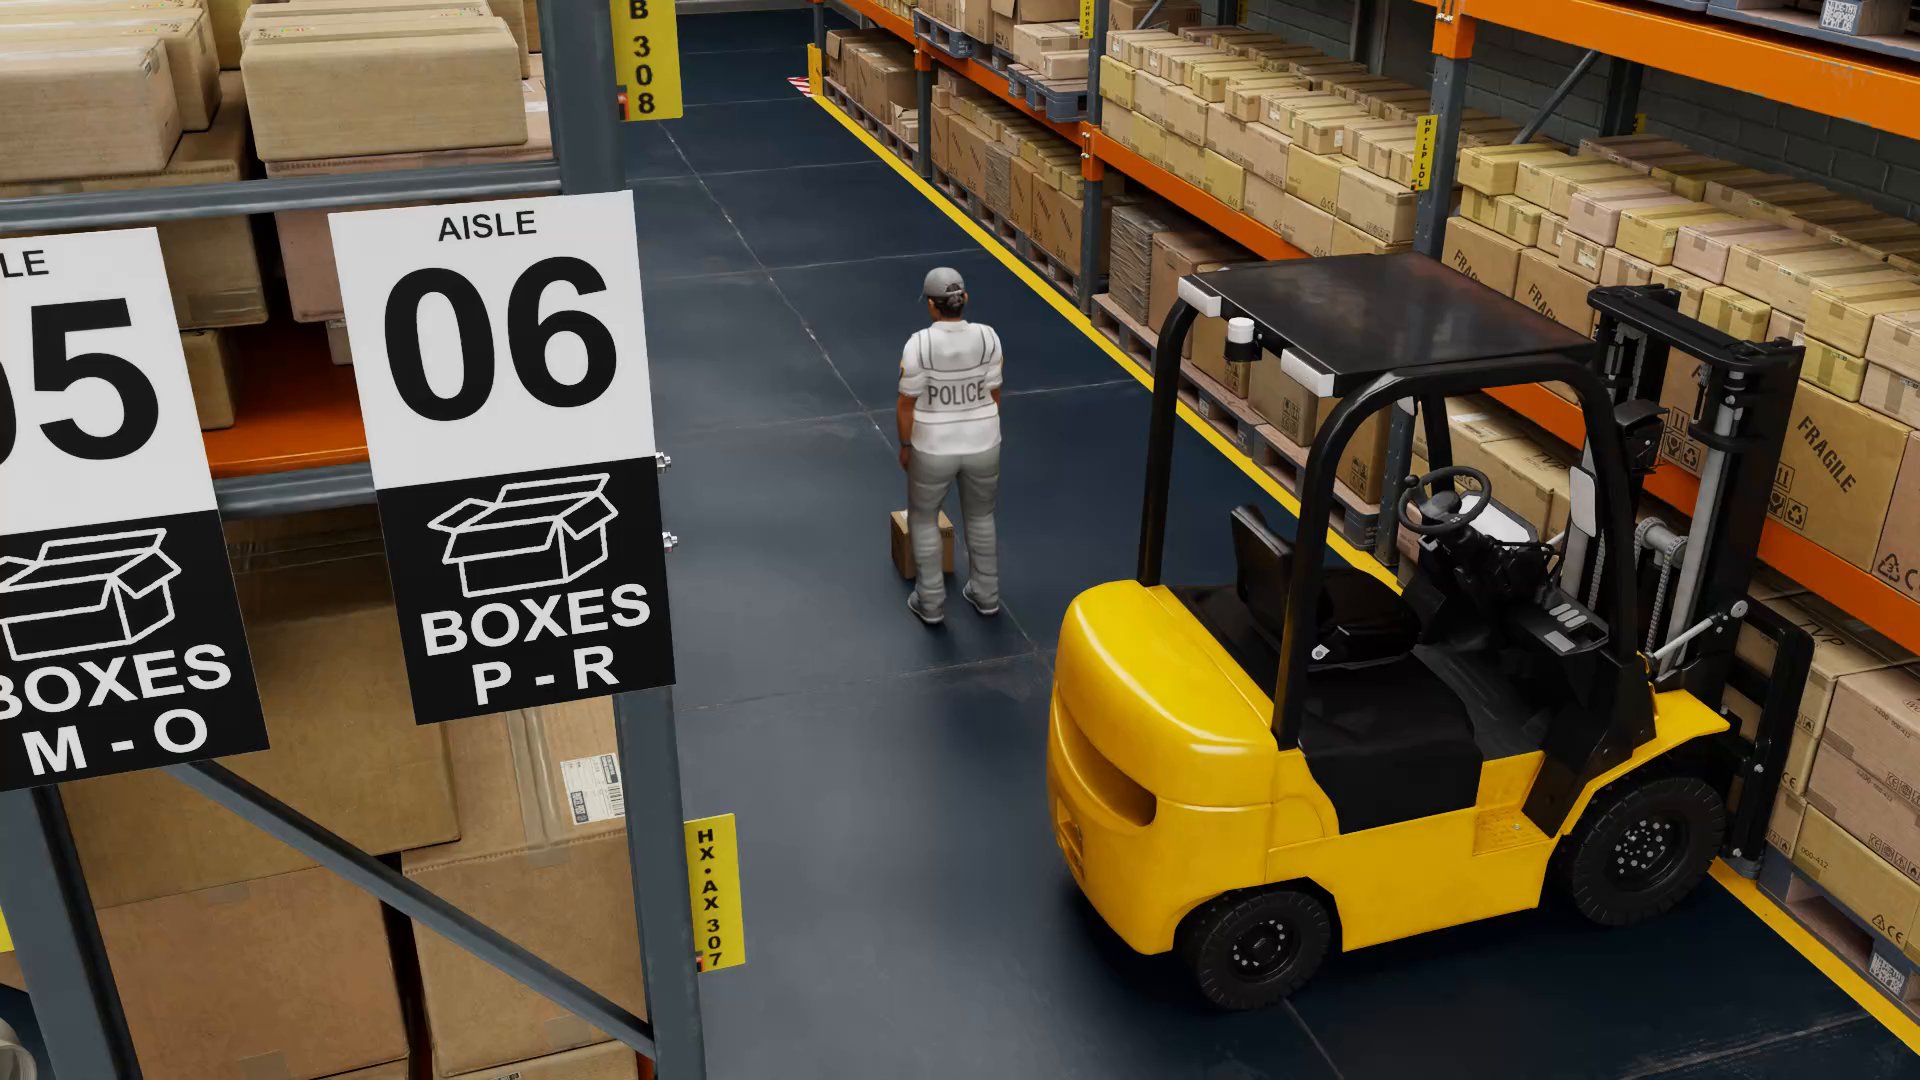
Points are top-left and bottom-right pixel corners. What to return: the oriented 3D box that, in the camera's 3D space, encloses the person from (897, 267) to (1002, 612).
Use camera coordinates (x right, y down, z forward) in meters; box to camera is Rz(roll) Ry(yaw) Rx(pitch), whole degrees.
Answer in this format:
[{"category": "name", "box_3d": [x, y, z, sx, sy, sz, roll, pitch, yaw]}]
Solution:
[{"category": "person", "box_3d": [-0.053, -0.442, 7.440, 0.475, 1.577, 0.394, -8, 28, -15]}]
